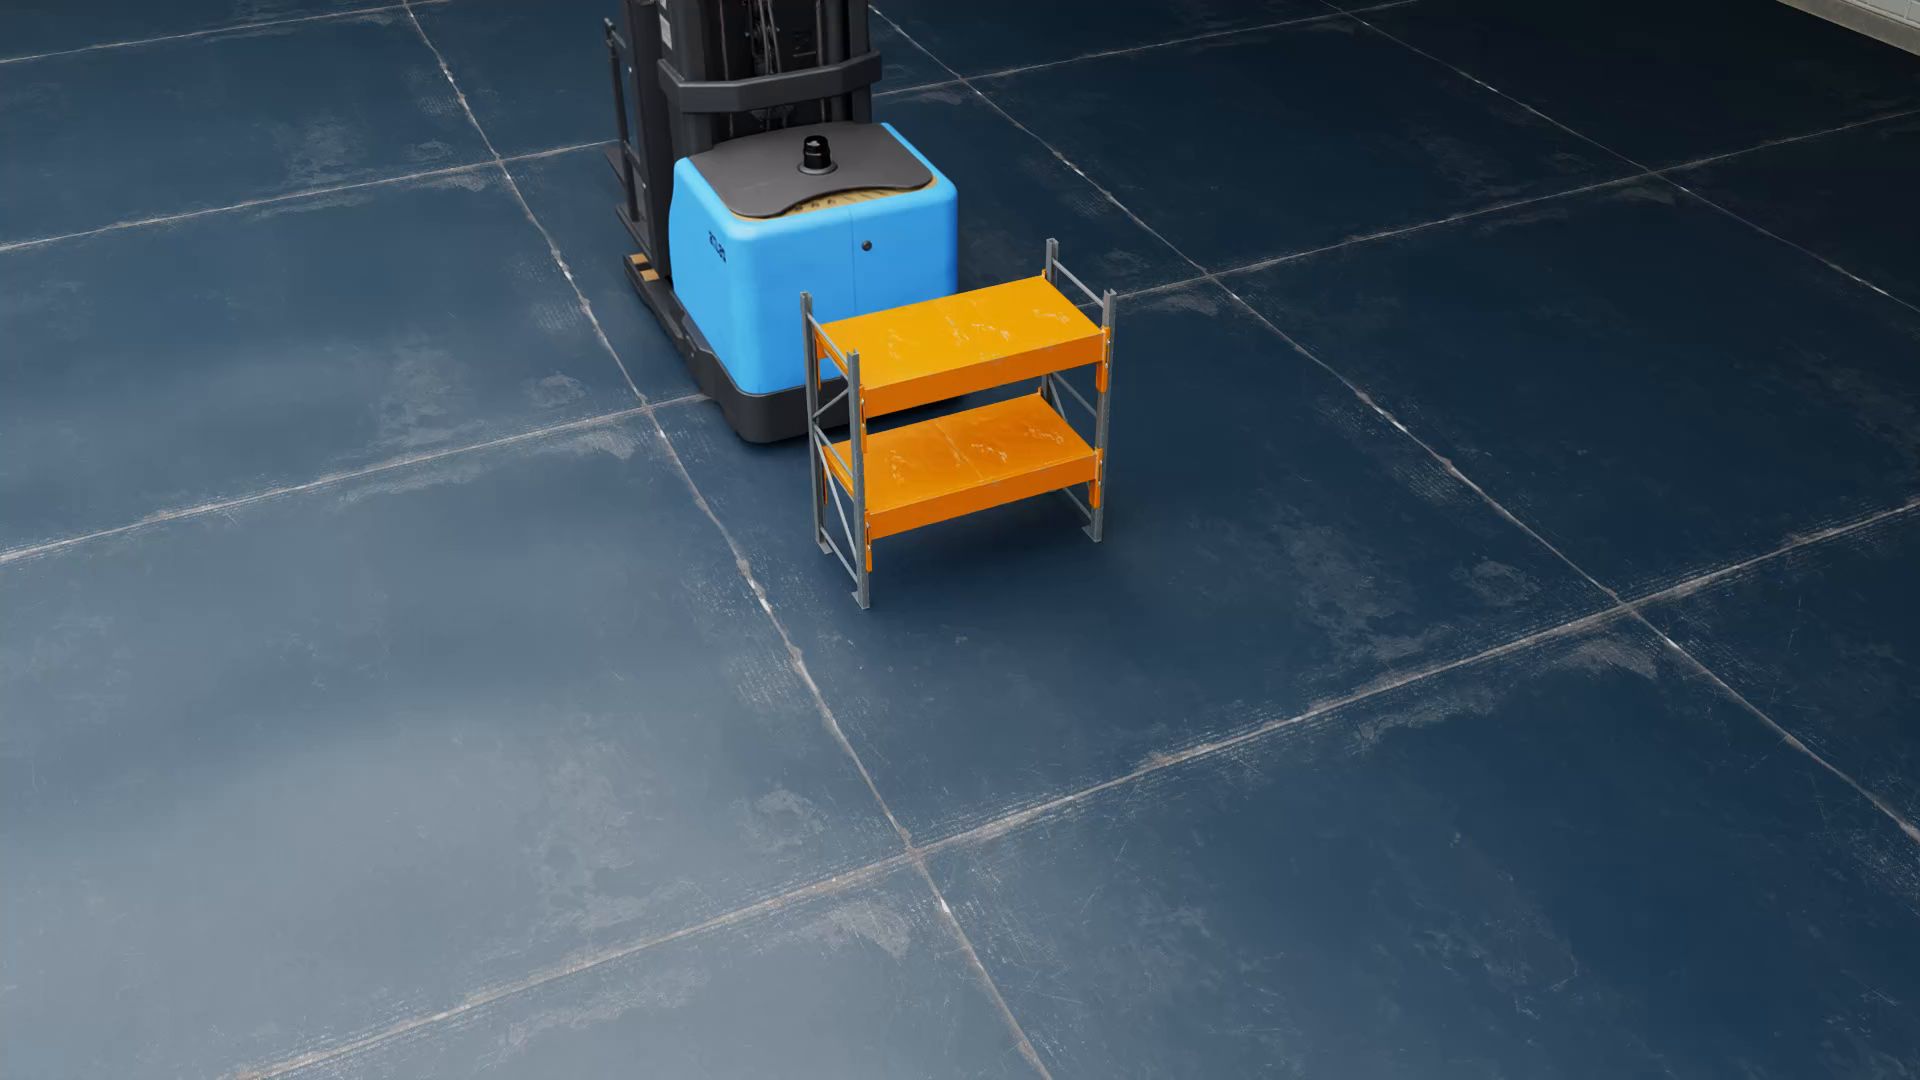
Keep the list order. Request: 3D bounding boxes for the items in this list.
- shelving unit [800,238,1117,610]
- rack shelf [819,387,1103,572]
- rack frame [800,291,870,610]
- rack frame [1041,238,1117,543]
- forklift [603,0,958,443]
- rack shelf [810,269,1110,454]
[{"bbox_3d":[-0.006,-0.450,6.413,1.048,1.125,0.538,-16,39,-20],"label":"shelving unit"},{"bbox_3d":[-0.006,-0.254,6.558,1.000,0.278,0.538,-16,39,-20],"label":"rack shelf"},{"bbox_3d":[-0.466,-0.321,6.239,0.032,1.125,0.500,-16,39,-20],"label":"rack frame"},{"bbox_3d":[0.454,-0.579,6.586,0.032,1.125,0.500,-16,39,-20],"label":"rack frame"},{"bbox_3d":[-1.066,-2.468,7.617,1.130,2.935,3.031,-15,39,-20],"label":"forklift"},{"bbox_3d":[-0.006,-0.685,6.238,1.000,0.278,0.538,-16,39,-20],"label":"rack shelf"}]
